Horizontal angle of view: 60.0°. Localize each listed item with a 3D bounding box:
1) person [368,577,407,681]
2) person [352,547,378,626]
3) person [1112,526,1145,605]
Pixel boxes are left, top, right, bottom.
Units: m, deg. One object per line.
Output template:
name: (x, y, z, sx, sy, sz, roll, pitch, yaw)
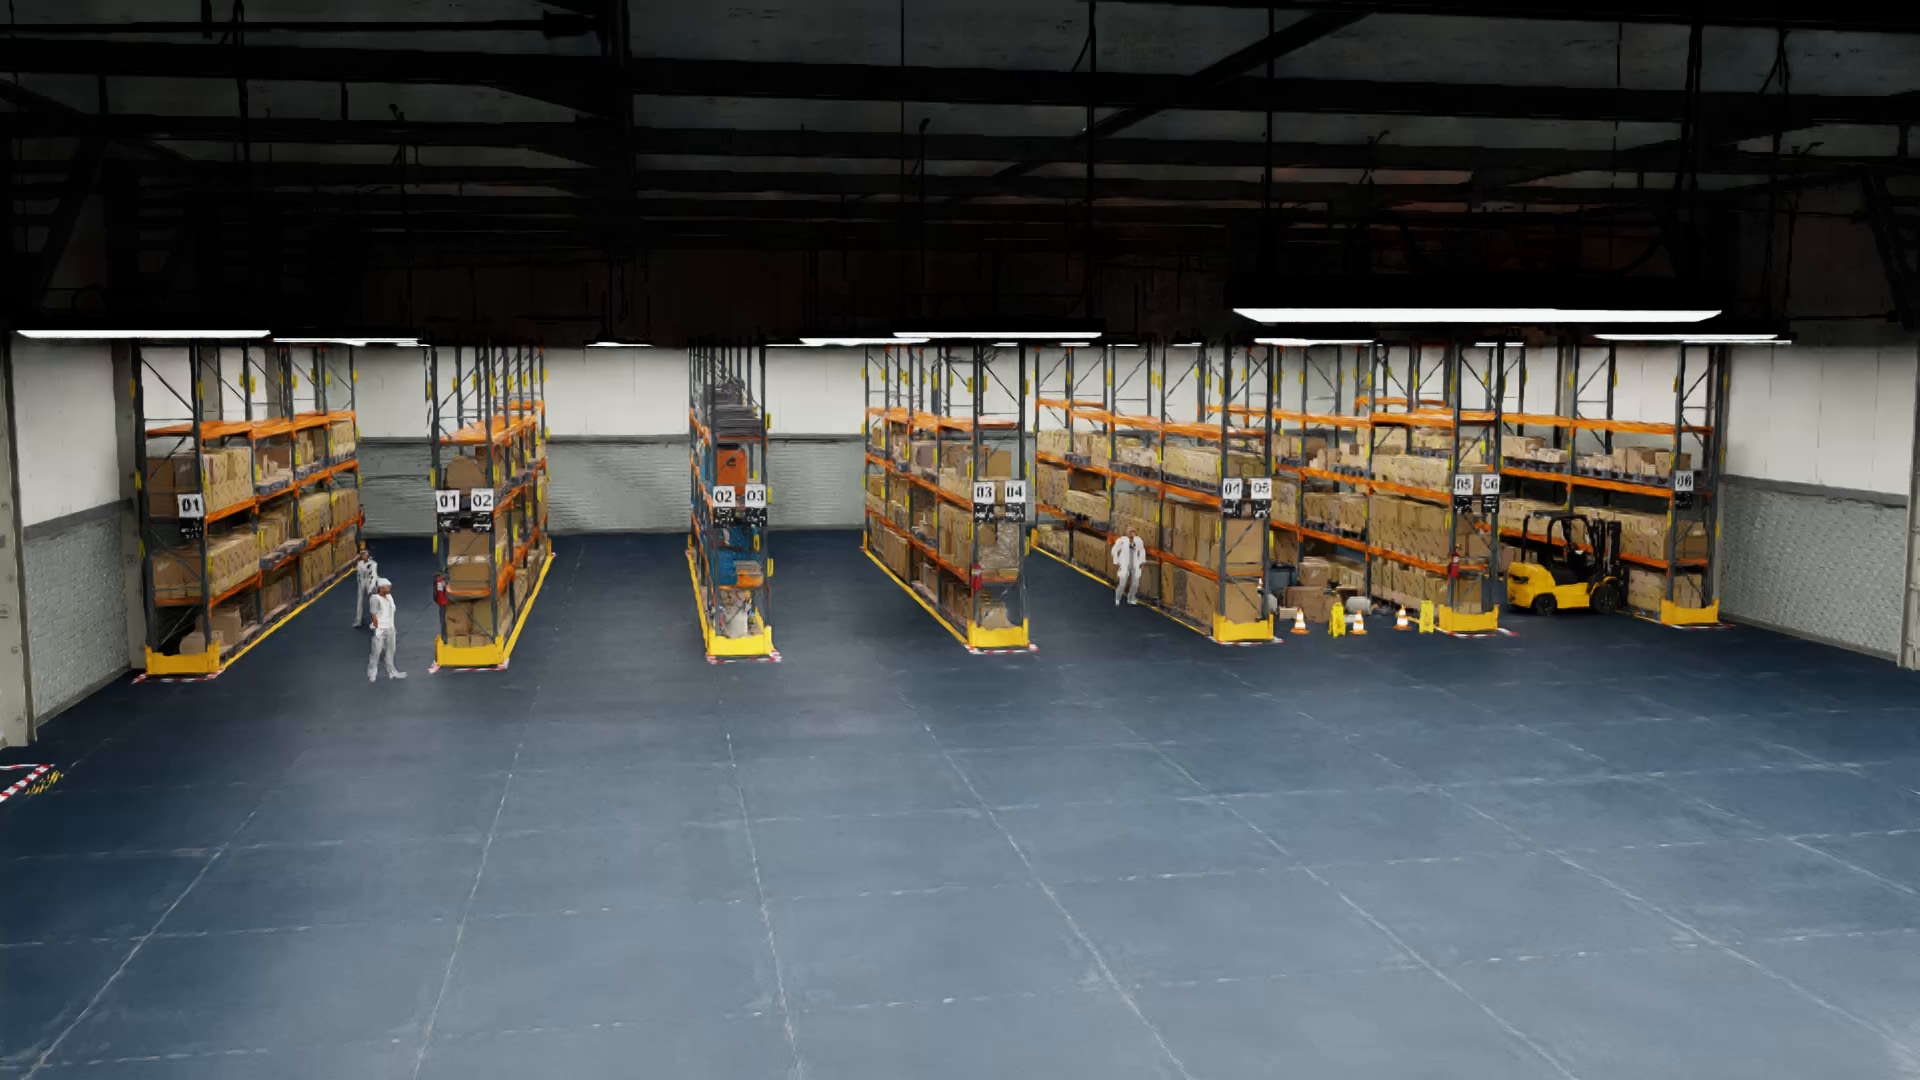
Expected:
person: (-9.995, 1.536, 28.817, 0.494, 1.789, 0.645, 2, 7, 16)
person: (-12.324, 0.942, 34.590, 0.482, 1.621, 0.997, 0, 7, -2)
person: (3.590, 0.533, 35.488, 0.729, 1.709, 0.546, -1, 7, -12)
